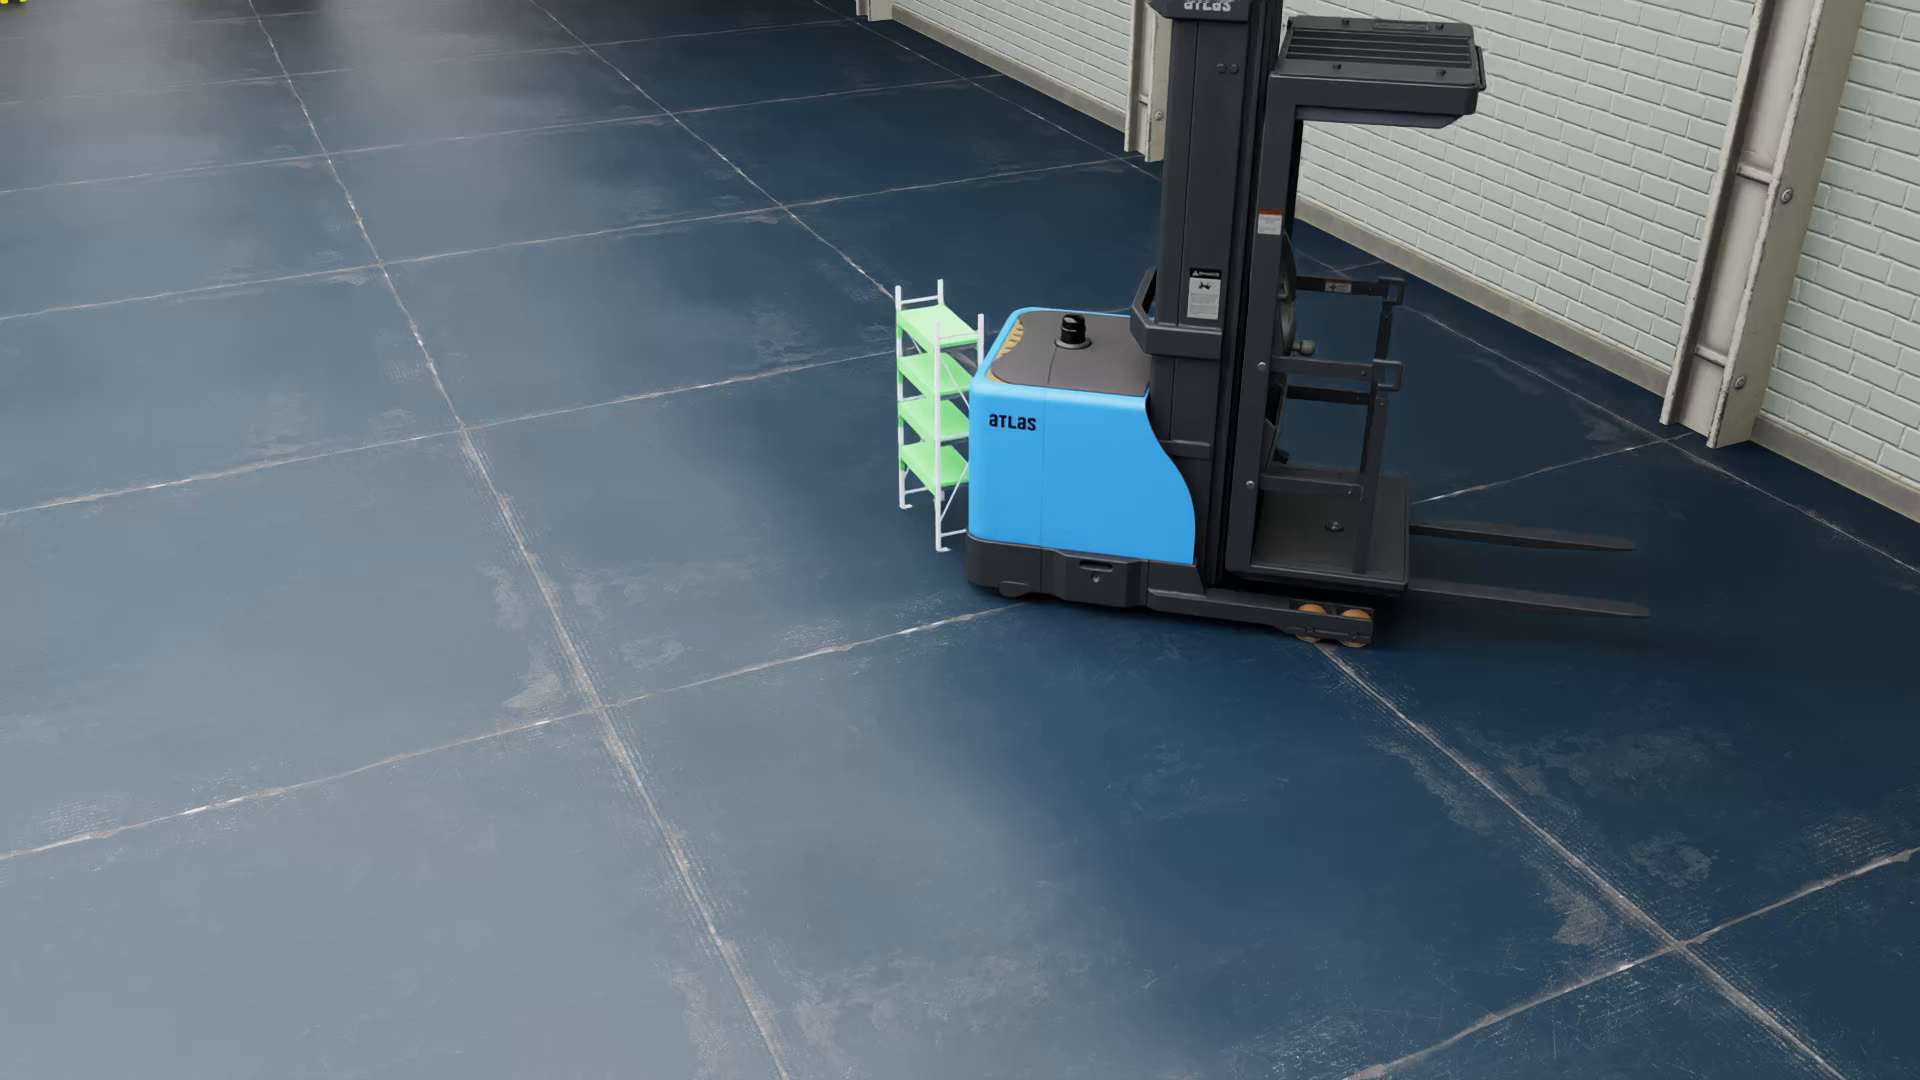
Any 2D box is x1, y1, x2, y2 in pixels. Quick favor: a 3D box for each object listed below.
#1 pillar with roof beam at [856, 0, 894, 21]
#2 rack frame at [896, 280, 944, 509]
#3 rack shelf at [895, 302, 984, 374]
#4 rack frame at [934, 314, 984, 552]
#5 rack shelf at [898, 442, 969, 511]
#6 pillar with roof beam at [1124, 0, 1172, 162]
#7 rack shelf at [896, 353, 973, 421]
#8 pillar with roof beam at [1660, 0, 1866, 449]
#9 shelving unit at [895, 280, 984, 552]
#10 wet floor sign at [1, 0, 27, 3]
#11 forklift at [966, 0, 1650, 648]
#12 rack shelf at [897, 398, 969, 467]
[{"bbox_3d":[-4.843,-8.943,14.997,9.100,9.000,0.400,-13,32,-22],"label":"pillar with roof beam"},{"bbox_3d":[-0.195,-0.711,8.291,0.240,1.200,0.015,-12,31,-20],"label":"rack frame"},{"bbox_3d":[-0.100,-0.964,7.891,0.258,0.148,0.480,-12,31,-20],"label":"rack shelf"},{"bbox_3d":[-0.004,-0.491,7.899,0.240,1.200,0.015,-12,31,-20],"label":"rack frame"},{"bbox_3d":[-0.100,-0.336,8.244,0.258,0.148,0.480,-12,31,-20],"label":"rack shelf"},{"bbox_3d":[-2.267,-6.292,10.271,9.100,9.000,0.400,-13,32,-22],"label":"pillar with roof beam"},{"bbox_3d":[-0.100,-0.755,8.009,0.258,0.148,0.480,-12,31,-20],"label":"rack shelf"},{"bbox_3d":[0.309,-3.642,5.544,9.100,9.000,0.400,-13,32,-22],"label":"pillar with roof beam"},{"bbox_3d":[-0.100,-0.601,8.095,0.258,1.200,0.503,-12,31,-20],"label":"shelving unit"},{"bbox_3d":[-11.154,-6.632,19.417,0.267,0.644,0.232,-19,35,-30],"label":"wet floor sign"},{"bbox_3d":[1.600,-1.088,7.193,3.031,2.935,1.130,7,30,12],"label":"forklift"},{"bbox_3d":[-0.100,-0.545,8.126,0.258,0.148,0.480,-12,31,-20],"label":"rack shelf"}]
